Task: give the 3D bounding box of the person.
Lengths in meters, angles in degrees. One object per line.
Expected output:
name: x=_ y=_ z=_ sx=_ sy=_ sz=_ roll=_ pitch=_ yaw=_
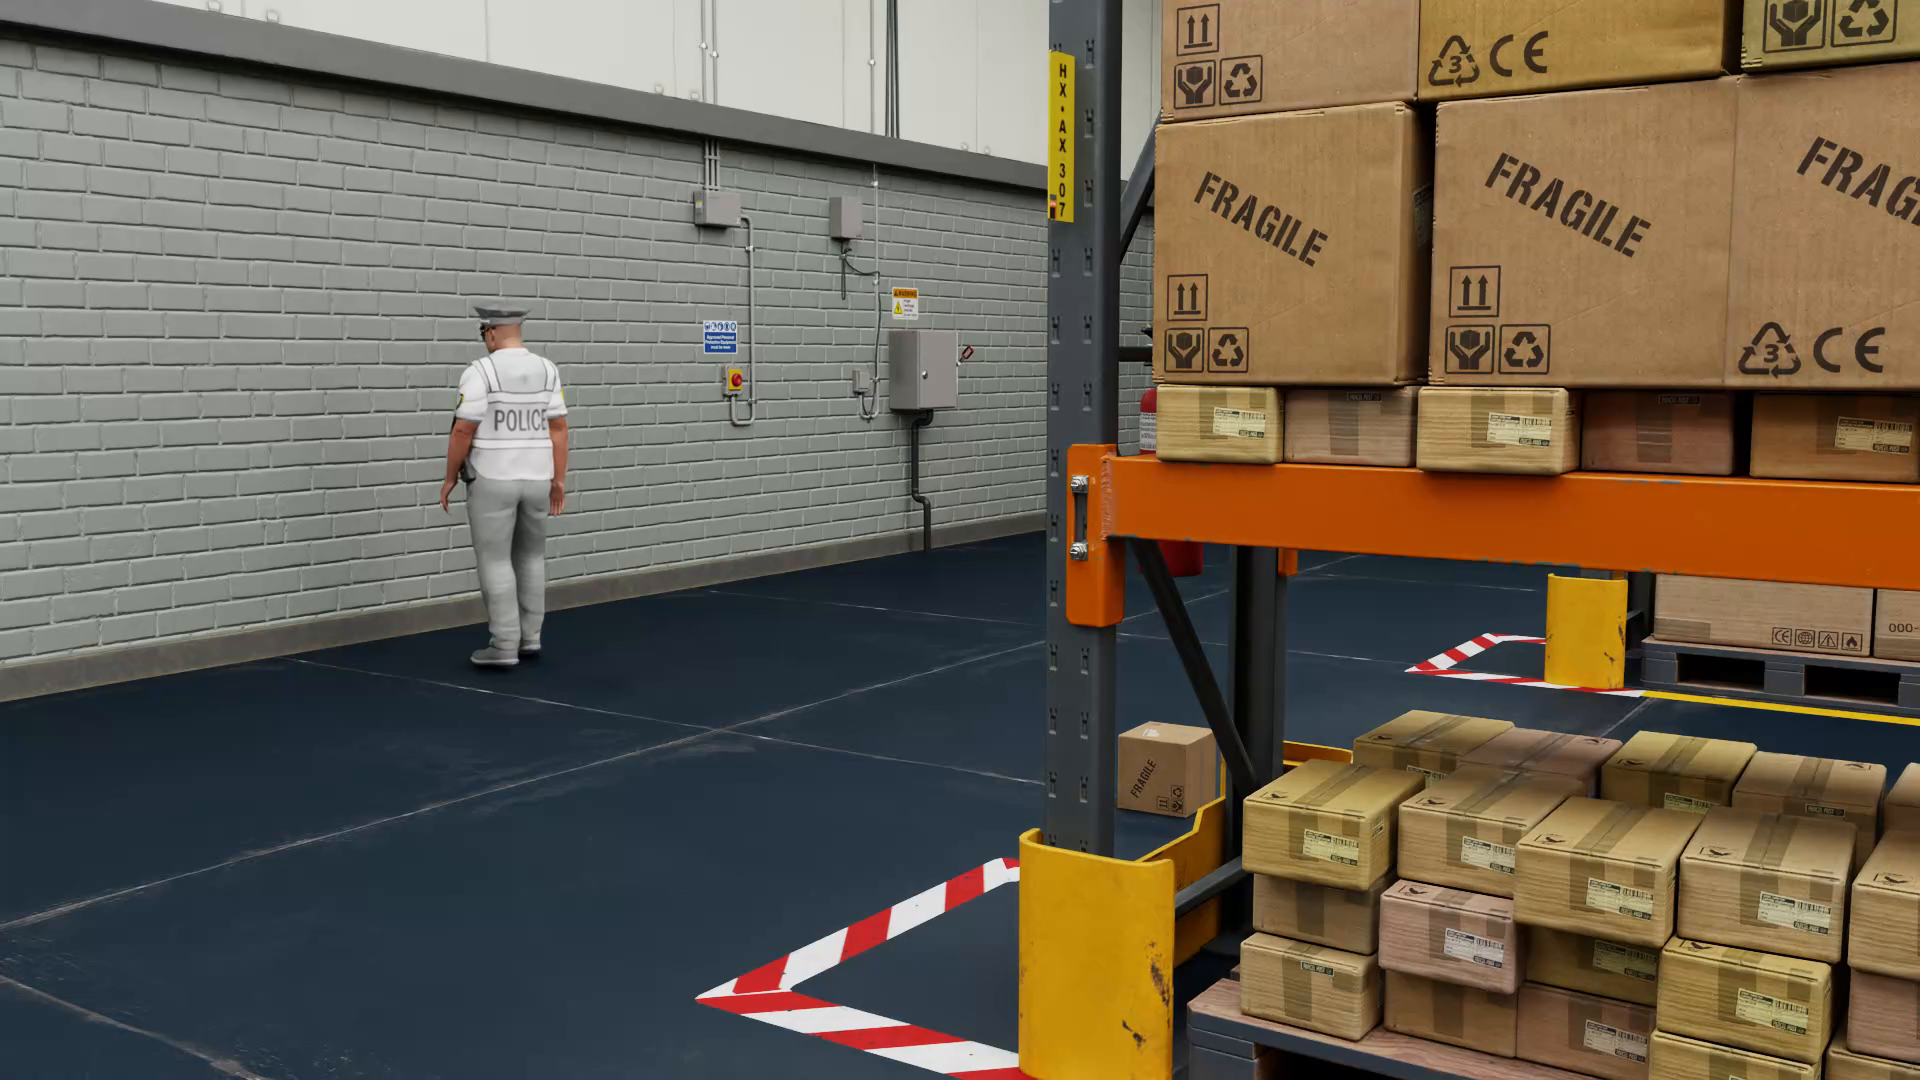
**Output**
person: x=-2.257 y=-0.265 z=8.110 sx=0.562 sy=1.774 sz=0.576 roll=6 pitch=8 yaw=42
